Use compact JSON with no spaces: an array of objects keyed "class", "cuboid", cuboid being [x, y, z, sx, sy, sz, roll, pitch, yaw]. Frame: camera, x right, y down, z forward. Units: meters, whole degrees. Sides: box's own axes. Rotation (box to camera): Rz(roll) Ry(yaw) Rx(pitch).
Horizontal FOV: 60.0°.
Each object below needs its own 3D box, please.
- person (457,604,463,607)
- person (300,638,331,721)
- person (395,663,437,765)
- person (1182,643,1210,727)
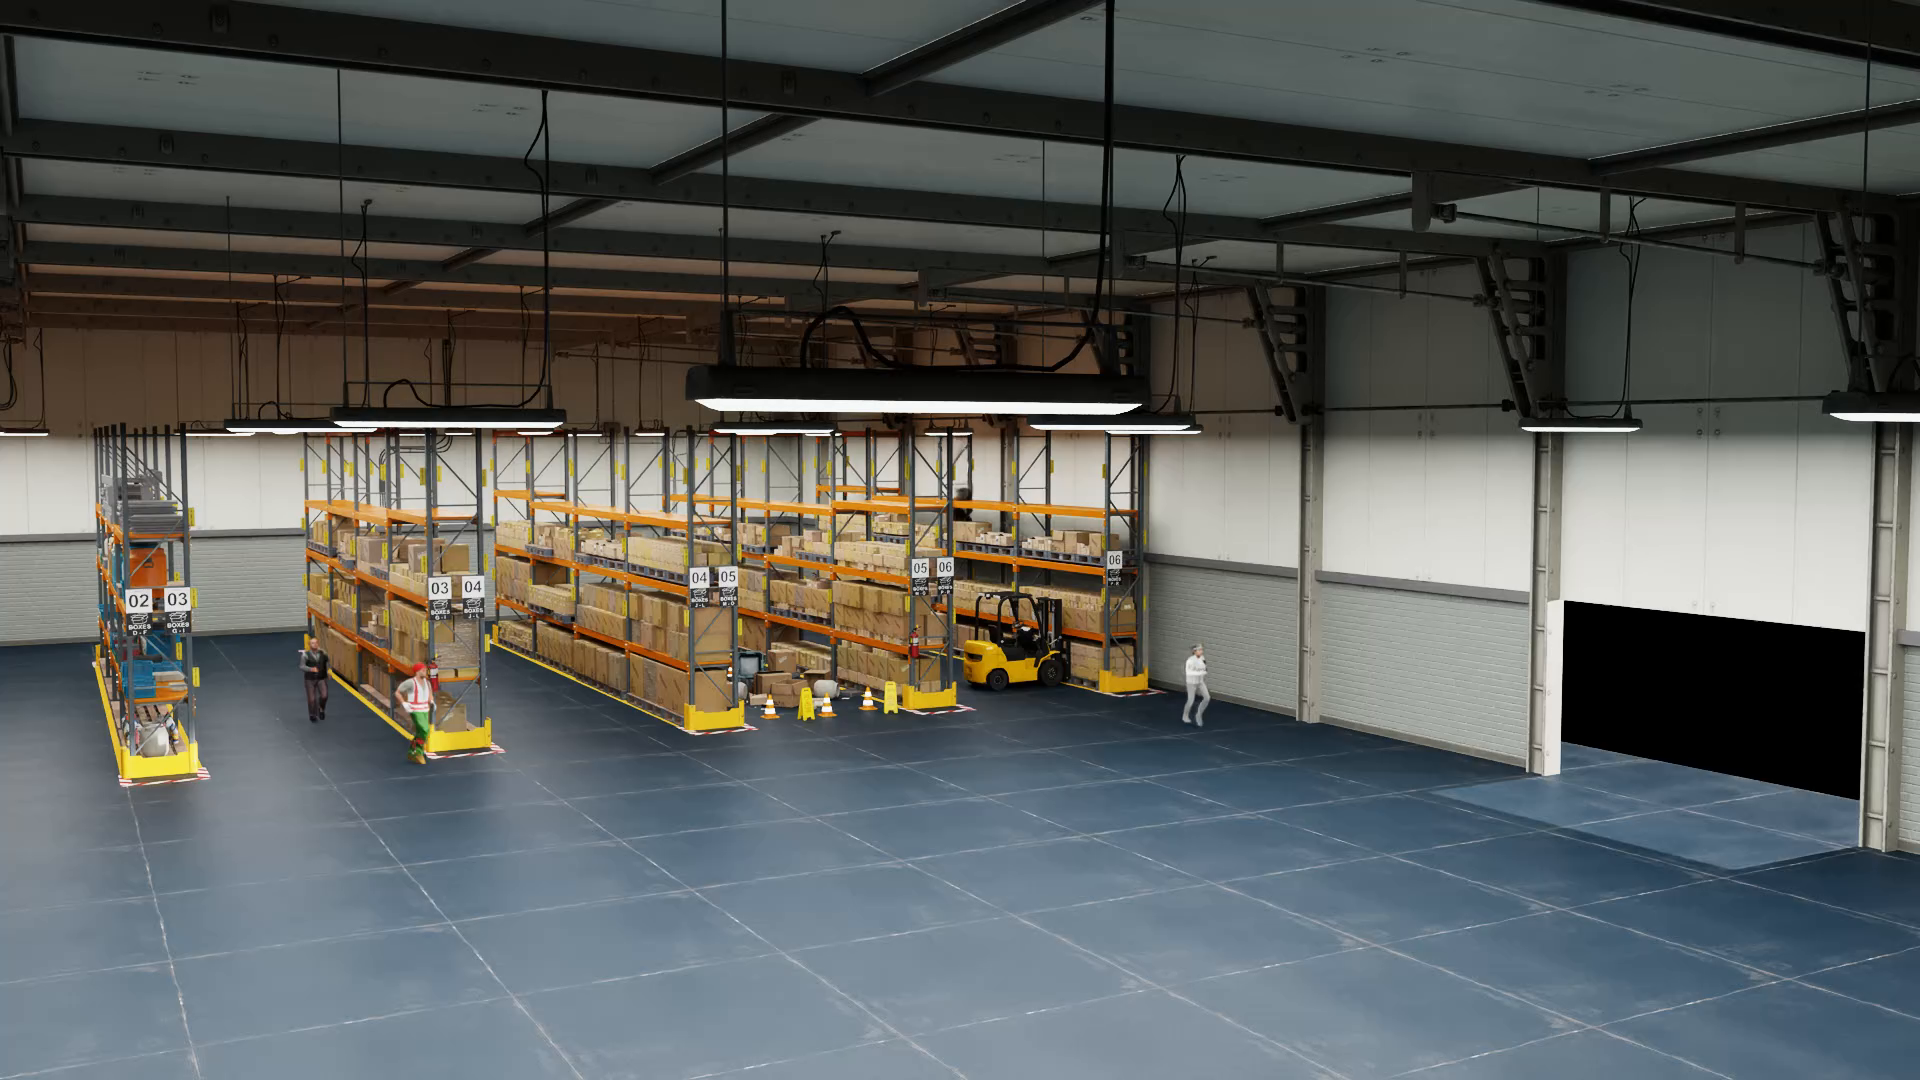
[{"class":"person","cuboid":[-13.063,2.225,43.386,0.672,1.824,0.762,-2,4,-33]},{"class":"person","cuboid":[-12.986,2.866,33.562,0.635,1.611,0.650,-2,4,-34]},{"class":"person","cuboid":[-9.550,3.063,29.381,0.666,1.784,0.672,2,4,27]},{"class":"person","cuboid":[4.699,2.874,33.120,0.641,1.682,0.791,-2,4,-33]}]
